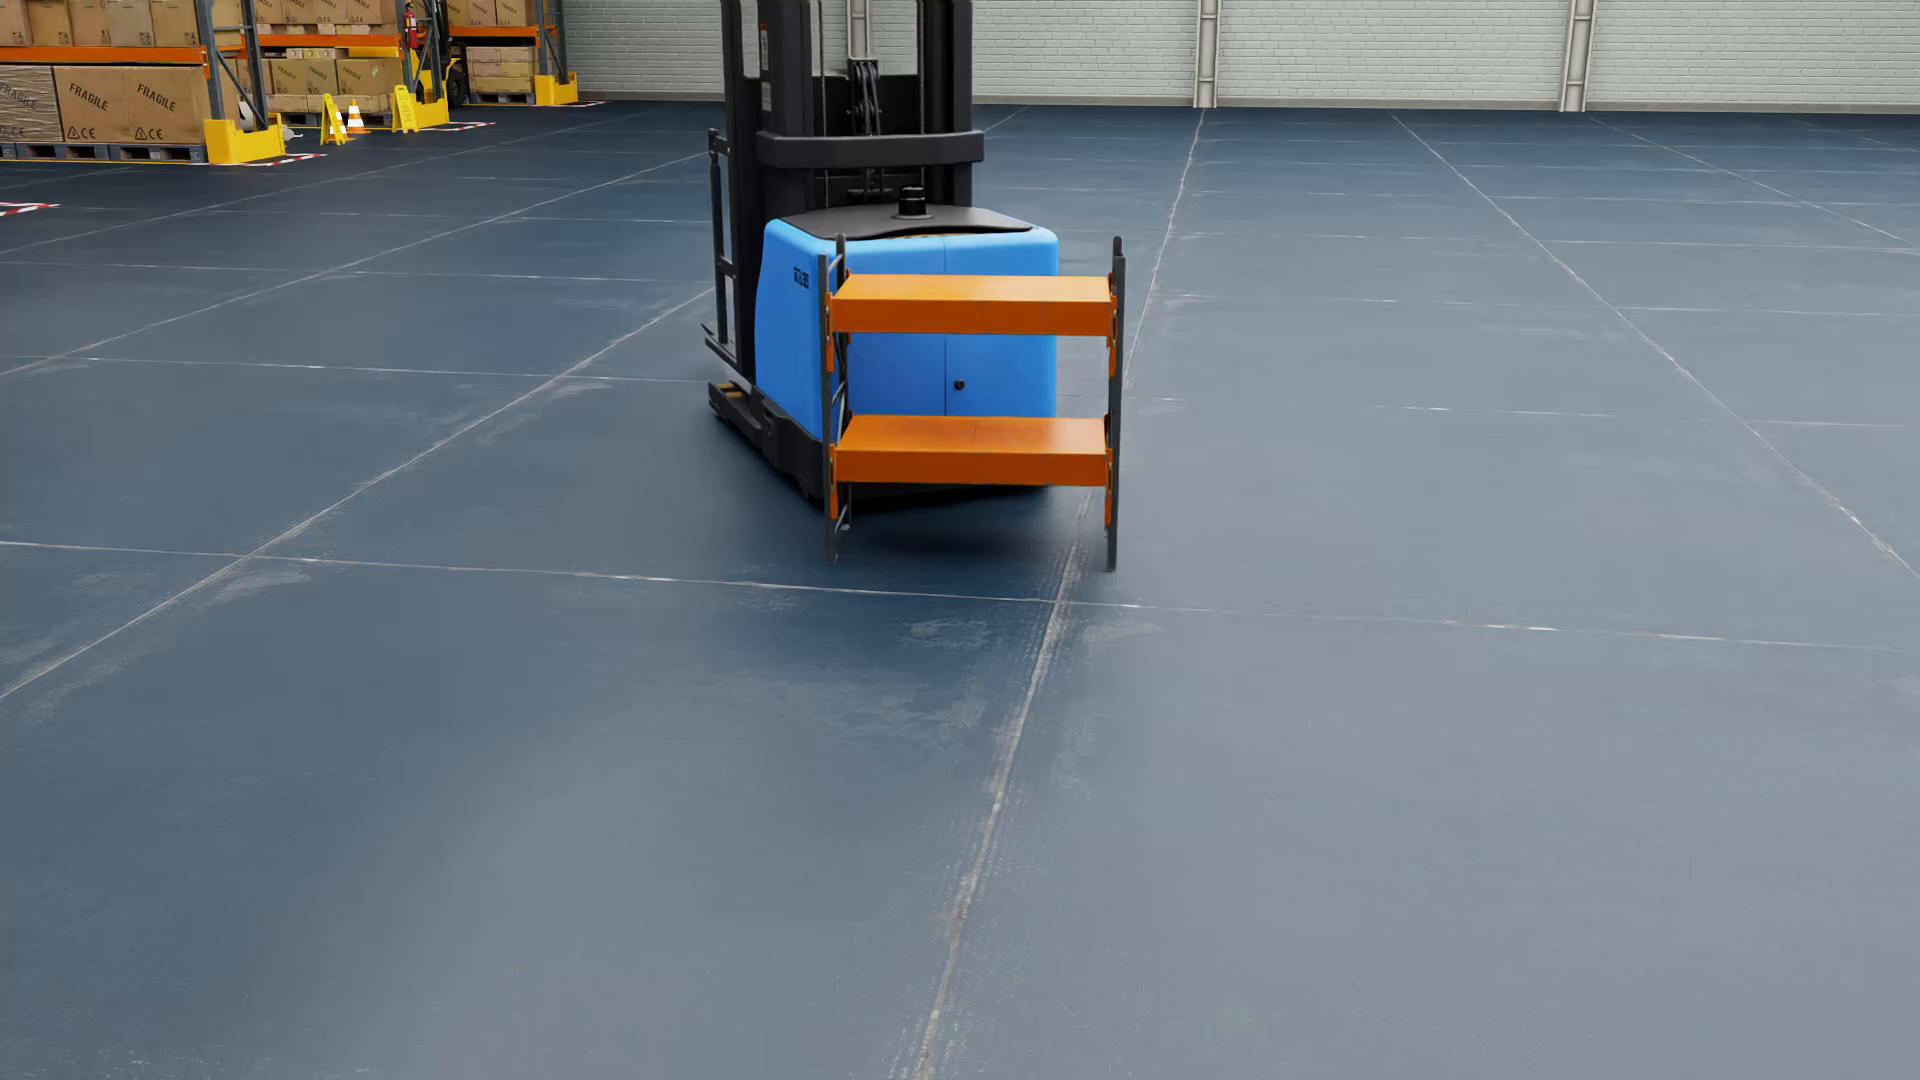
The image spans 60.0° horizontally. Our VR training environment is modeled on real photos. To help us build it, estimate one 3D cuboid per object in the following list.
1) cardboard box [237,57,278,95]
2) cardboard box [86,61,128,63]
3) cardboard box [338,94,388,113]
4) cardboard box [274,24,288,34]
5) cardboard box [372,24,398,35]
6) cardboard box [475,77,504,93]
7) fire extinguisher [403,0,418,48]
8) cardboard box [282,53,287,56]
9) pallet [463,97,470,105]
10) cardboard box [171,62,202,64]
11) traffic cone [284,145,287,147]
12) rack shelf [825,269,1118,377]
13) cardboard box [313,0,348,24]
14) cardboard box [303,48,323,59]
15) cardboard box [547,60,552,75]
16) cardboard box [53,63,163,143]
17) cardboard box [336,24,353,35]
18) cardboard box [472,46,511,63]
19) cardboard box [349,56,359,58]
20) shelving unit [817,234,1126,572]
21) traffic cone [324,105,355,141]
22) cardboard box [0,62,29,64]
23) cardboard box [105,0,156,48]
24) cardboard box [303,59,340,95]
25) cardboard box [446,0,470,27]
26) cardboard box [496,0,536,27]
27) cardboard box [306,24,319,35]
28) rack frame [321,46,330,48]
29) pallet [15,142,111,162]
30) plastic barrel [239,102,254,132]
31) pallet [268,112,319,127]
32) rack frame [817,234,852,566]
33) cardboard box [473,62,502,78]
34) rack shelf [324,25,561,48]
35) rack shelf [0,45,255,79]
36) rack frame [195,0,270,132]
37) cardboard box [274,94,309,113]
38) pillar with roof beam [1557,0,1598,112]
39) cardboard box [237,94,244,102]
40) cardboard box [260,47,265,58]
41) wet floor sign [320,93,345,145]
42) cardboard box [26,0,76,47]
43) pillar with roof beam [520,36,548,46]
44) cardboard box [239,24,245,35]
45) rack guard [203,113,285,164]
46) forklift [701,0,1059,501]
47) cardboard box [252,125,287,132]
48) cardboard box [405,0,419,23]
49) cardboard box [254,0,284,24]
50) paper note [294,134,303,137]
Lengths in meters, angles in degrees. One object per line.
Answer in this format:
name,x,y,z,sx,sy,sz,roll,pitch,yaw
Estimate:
cardboard box,-10.265,-6.849,24.534,0.500,0.500,0.500,4,19,12
cardboard box,-15.464,-8.486,30.216,0.500,0.500,0.500,3,19,10
cardboard box,-8.762,-6.413,24.415,0.500,0.250,0.500,3,19,8
cardboard box,-9.807,-7.476,24.316,0.250,0.149,0.380,3,19,9
cardboard box,-8.301,-7.393,24.068,0.250,0.149,0.380,4,19,10
cardboard box,-8.118,-7.964,29.049,0.500,0.250,0.500,3,19,9
fire extinguisher,-7.858,-7.374,23.736,0.183,0.674,0.296,3,19,9
cardboard box,-11.580,-8.413,29.800,0.625,0.625,0.875,4,19,11
pallet,-9.077,-7.881,29.524,1.213,0.211,1.003,3,19,9
cardboard box,-11.307,-6.898,24.683,0.500,0.500,0.500,4,19,11
traffic cone,-8.882,-5.273,21.334,0.334,0.463,0.336,3,19,9
rack shelf,0.052,-0.786,5.957,1.000,0.278,0.538,1,19,3
cardboard box,-8.971,-7.717,24.012,0.500,0.500,0.500,3,19,9
cardboard box,-9.351,-7.089,24.229,0.250,0.149,0.380,3,19,10
cardboard box,-7.545,-8.337,29.376,0.500,0.250,0.500,3,19,10
cardboard box,-10.132,-5.253,19.963,0.875,0.875,0.875,3,19,8
cardboard box,-8.818,-7.391,24.061,0.250,0.149,0.380,3,19,8
cardboard box,-8.123,-8.435,28.880,0.500,0.250,0.500,3,19,10
cardboard box,-9.191,-6.965,24.881,0.500,0.500,0.500,2,19,7
shelving unit,0.052,-0.508,6.050,1.048,1.125,0.538,1,19,3
traffic cone,-8.367,-5.610,22.341,0.334,0.463,0.336,3,19,9
cardboard box,-11.923,-5.344,20.234,0.875,0.875,0.875,3,19,9
cardboard box,-9.503,-6.101,19.574,0.550,0.550,0.875,3,19,9
cardboard box,-9.246,-6.795,24.375,0.500,0.500,0.500,4,19,11
cardboard box,-8.658,-9.160,28.796,0.500,0.500,0.500,3,19,8
cardboard box,-7.642,-9.106,28.633,0.500,0.500,0.500,3,19,7
cardboard box,-9.308,-7.451,24.241,0.250,0.149,0.380,3,19,9
rack frame,-11.063,-9.317,29.422,0.127,3.000,1.000,3,19,9
pallet,-10.586,-4.760,20.197,1.213,0.211,1.003,3,19,9
plastic barrel,-10.177,-5.969,23.474,0.512,0.421,0.421,-15,24,-38
pallet,-9.970,-6.356,24.967,1.213,0.211,1.003,3,19,9
rack frame,-0.455,-0.519,6.080,0.032,1.125,0.500,1,19,3
cardboard box,-8.138,-8.203,28.977,0.500,0.250,0.500,3,19,8
rack shelf,-9.089,-8.875,29.235,4.000,0.370,1.077,3,19,9
rack shelf,-10.558,-5.764,19.937,4.000,0.370,1.077,3,19,9
rack frame,-8.583,-6.005,19.522,0.127,3.000,1.000,3,19,9
cardboard box,-9.766,-6.465,24.570,0.500,0.250,0.500,2,19,7
pillar with roof beam,9.431,-10.024,22.079,0.400,9.000,9.100,3,19,9
cardboard box,-10.779,-6.520,24.732,0.500,0.250,0.500,4,19,12
cardboard box,-10.419,-7.143,24.392,0.250,0.149,0.380,4,19,12
wet floor sign,-8.240,-5.507,21.745,0.232,0.644,0.267,0,19,-1
cardboard box,-10.566,-6.182,19.817,0.500,0.550,0.875,3,19,9
pillar with roof beam,-8.341,-10.930,24.786,0.400,9.000,9.100,3,19,9
cardboard box,-10.325,-7.459,24.265,0.250,0.149,0.380,3,19,9
rack guard,-8.559,-4.818,19.915,0.348,0.500,1.175,3,19,9
forklift,-0.582,-1.972,7.576,1.130,2.935,3.031,-7,20,-19
cardboard box,-9.512,-5.642,22.930,0.250,0.149,0.380,14,23,37
cardboard box,-8.321,-7.860,24.440,0.500,0.500,0.500,3,19,8
cardboard box,-9.962,-7.774,24.185,0.500,0.500,0.500,3,19,9
paper note,-9.147,-5.577,22.922,0.142,0.019,0.148,-3,19,-10
